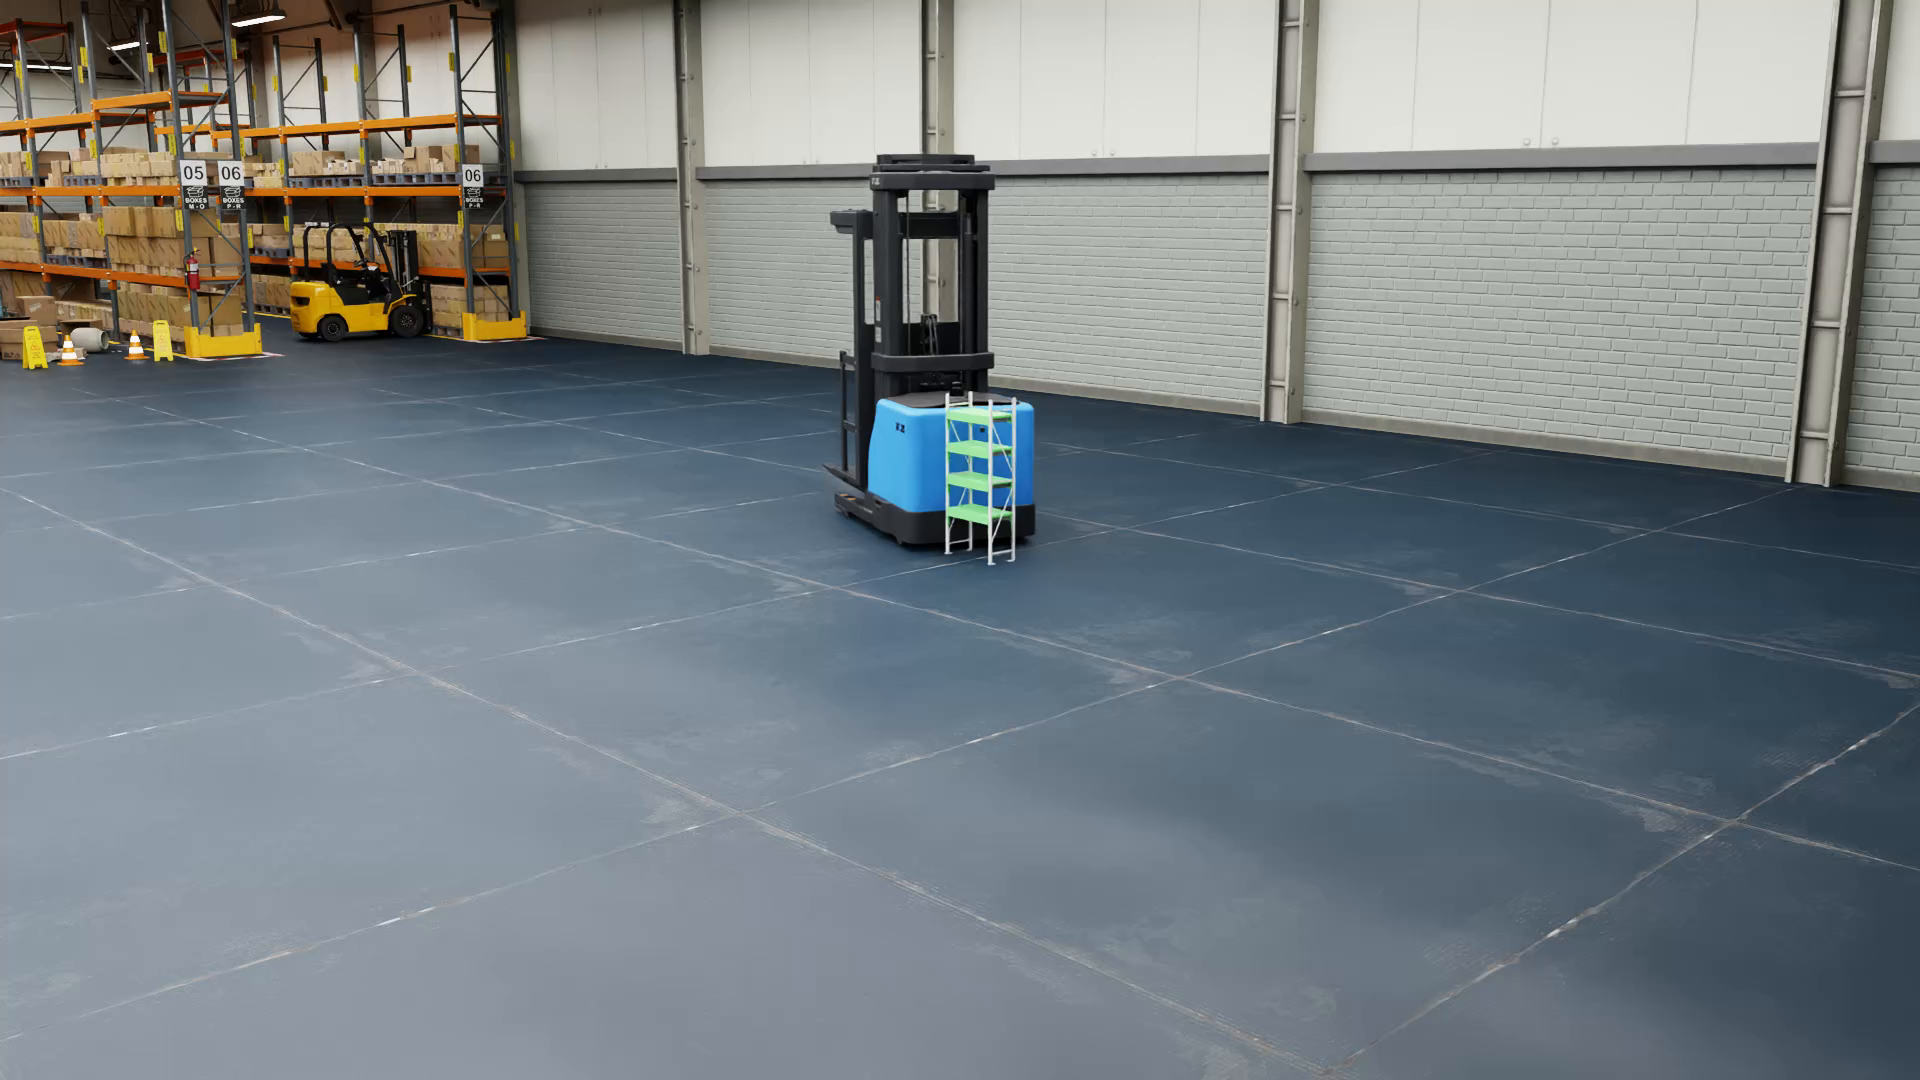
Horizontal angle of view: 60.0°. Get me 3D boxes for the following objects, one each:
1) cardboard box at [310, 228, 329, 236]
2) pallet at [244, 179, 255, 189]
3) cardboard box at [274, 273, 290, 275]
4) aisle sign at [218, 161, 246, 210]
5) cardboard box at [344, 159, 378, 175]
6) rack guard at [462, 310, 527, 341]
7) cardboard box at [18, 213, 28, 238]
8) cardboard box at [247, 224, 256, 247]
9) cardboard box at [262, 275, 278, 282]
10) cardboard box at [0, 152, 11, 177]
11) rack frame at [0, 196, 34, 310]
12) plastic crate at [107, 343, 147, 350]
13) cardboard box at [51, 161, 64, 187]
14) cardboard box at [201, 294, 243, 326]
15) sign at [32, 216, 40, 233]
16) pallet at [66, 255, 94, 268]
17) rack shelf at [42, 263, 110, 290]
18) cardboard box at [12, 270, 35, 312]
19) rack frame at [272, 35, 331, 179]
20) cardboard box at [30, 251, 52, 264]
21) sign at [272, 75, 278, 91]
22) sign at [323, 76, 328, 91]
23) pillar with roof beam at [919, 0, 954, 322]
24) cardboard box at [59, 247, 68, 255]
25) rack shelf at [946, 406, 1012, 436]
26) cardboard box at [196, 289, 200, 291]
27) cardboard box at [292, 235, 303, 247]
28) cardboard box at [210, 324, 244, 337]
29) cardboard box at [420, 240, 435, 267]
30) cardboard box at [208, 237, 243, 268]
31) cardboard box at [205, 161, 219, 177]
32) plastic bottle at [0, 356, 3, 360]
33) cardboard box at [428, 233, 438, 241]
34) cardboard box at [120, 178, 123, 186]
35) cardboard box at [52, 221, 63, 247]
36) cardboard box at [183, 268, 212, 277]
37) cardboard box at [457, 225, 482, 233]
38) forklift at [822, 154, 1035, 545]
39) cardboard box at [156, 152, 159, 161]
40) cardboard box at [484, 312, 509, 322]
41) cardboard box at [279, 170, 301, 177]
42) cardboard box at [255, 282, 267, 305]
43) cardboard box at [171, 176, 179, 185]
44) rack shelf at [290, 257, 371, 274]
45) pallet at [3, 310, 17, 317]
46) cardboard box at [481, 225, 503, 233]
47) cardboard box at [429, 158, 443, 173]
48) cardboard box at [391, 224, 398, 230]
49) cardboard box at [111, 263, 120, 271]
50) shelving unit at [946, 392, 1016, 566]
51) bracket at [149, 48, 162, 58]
[{"bbox_3d":[-13.733,-6.619,35.747,0.380,0.149,0.250,-11,16,-42],"label":"cardboard box"},{"bbox_3d":[-15.955,-8.153,38.085,1.213,0.211,1.003,-11,16,-43],"label":"pallet"},{"bbox_3d":[-15.904,-6.165,38.946,0.380,0.149,0.250,-10,16,-41],"label":"cardboard box"},{"bbox_3d":[-12.107,-5.896,27.654,0.394,0.787,0.004,-11,16,-43],"label":"aisle sign"},{"bbox_3d":[-12.224,-7.617,33.946,0.500,0.311,0.500,11,16,43],"label":"cardboard box"},{"bbox_3d":[-8.769,-4.053,31.346,1.175,0.500,0.348,-11,16,-43],"label":"rack guard"},{"bbox_3d":[-18.805,-6.408,33.854,0.500,0.500,0.500,-11,16,-42],"label":"cardboard box"},{"bbox_3d":[-16.001,-6.995,38.142,0.700,0.500,0.500,-11,16,-43],"label":"cardboard box"},{"bbox_3d":[-15.730,-5.982,38.059,0.250,0.149,0.380,11,16,42],"label":"cardboard box"},{"bbox_3d":[-19.325,-7.697,34.115,0.500,0.500,0.500,-11,16,-42],"label":"cardboard box"},{"bbox_3d":[-20.660,-6.340,36.251,1.000,3.000,0.127,-11,16,-43],"label":"rack frame"},{"bbox_3d":[-14.645,-3.399,29.212,0.583,0.080,0.402,6,13,26],"label":"plastic crate"},{"bbox_3d":[-17.251,-7.135,32.427,0.700,0.500,0.500,-11,16,-43],"label":"cardboard box"},{"bbox_3d":[-12.747,-3.975,28.685,0.500,0.500,0.500,11,16,43],"label":"cardboard box"},{"bbox_3d":[-18.297,-6.246,32.923,0.100,0.325,0.005,-11,16,-43],"label":"sign"},{"bbox_3d":[-16.502,-5.379,32.062,1.003,0.211,1.213,-11,16,-43],"label":"pallet"},{"bbox_3d":[-16.517,-5.112,32.073,1.077,0.370,4.000,-11,16,-43],"label":"rack shelf"},{"bbox_3d":[-19.545,-5.295,35.403,0.875,0.875,0.875,-10,15,-41],"label":"cardboard box"},{"bbox_3d":[-14.311,-9.387,36.172,1.000,3.000,0.127,-11,16,-43],"label":"rack frame"},{"bbox_3d":[-18.435,-5.720,33.615,0.500,0.250,0.500,11,16,43],"label":"cardboard box"},{"bbox_3d":[-14.696,-9.806,35.696,0.100,0.325,0.005,-11,16,-43],"label":"sign"},{"bbox_3d":[-13.912,-10.000,36.440,0.100,0.325,0.005,-11,16,-43],"label":"sign"},{"bbox_3d":[-3.442,-6.095,20.196,9.100,9.000,0.400,-11,16,-43],"label":"pillar with roof beam"},{"bbox_3d":[-17.307,-5.630,32.388,0.380,0.149,0.250,-11,16,-42],"label":"cardboard box"},{"bbox_3d":[0.149,-0.864,12.068,0.258,0.148,0.480,-9,15,-38],"label":"rack shelf"},{"bbox_3d":[-18.627,-6.274,41.083,0.500,0.500,0.500,-11,16,-42],"label":"cardboard box"},{"bbox_3d":[-14.199,-6.518,36.246,0.500,0.250,0.500,-11,16,-43],"label":"cardboard box"},{"bbox_3d":[-12.731,-3.604,28.744,0.500,0.250,0.500,-11,16,-43],"label":"cardboard box"},{"bbox_3d":[-10.022,-5.517,32.008,0.500,0.500,0.500,-11,16,-44],"label":"cardboard box"},{"bbox_3d":[-12.500,-4.891,28.234,0.500,0.500,0.500,-11,16,-43],"label":"cardboard box"},{"bbox_3d":[-12.528,-6.241,27.969,0.500,0.250,0.500,-11,16,-44],"label":"cardboard box"},{"bbox_3d":[-15.804,-2.972,27.186,0.283,0.061,0.133,6,13,26],"label":"plastic bottle"},{"bbox_3d":[-9.943,-5.809,31.818,0.250,0.149,0.380,11,16,43],"label":"cardboard box"},{"bbox_3d":[-14.707,-6.372,29.596,0.380,0.149,0.250,-11,16,-43],"label":"cardboard box"},{"bbox_3d":[-17.390,-5.984,32.495,0.500,0.500,0.500,-10,15,-40],"label":"cardboard box"},{"bbox_3d":[-12.786,-4.490,27.896,0.380,0.149,0.250,-10,15,-41],"label":"cardboard box"},{"bbox_3d":[-9.186,-5.816,31.116,0.380,0.149,0.250,-11,16,-42],"label":"cardboard box"},{"bbox_3d":[-0.412,-1.652,13.664,1.130,2.935,3.031,-4,12,-20],"label":"forklift"},{"bbox_3d":[-13.298,-6.455,28.024,0.380,0.149,0.250,-11,16,-42],"label":"cardboard box"},{"bbox_3d":[-8.984,-4.239,31.826,0.500,0.250,0.500,-11,16,-42],"label":"cardboard box"},{"bbox_3d":[-14.730,-8.058,36.538,0.380,0.149,0.250,-10,16,-41],"label":"cardboard box"},{"bbox_3d":[-15.832,-5.685,38.227,0.500,0.500,0.500,11,16,43],"label":"cardboard box"},{"bbox_3d":[-12.822,-5.948,27.537,0.380,0.149,0.250,-11,16,-42],"label":"cardboard box"},{"bbox_3d":[-12.930,-5.804,35.433,1.077,0.370,4.000,-11,16,-43],"label":"rack shelf"},{"bbox_3d":[-20.073,-4.872,36.037,1.003,0.211,1.213,-11,16,-43],"label":"pallet"},{"bbox_3d":[-8.863,-5.872,31.387,0.380,0.149,0.250,-11,16,-44],"label":"cardboard box"},{"bbox_3d":[-9.753,-7.055,31.330,0.396,0.266,0.258,-11,16,-42],"label":"cardboard box"},{"bbox_3d":[-11.011,-6.176,32.861,0.380,0.149,0.250,-10,16,-41],"label":"cardboard box"},{"bbox_3d":[-15.150,-4.959,30.169,0.380,0.149,0.250,-11,16,-43],"label":"cardboard box"},{"bbox_3d":[0.149,-0.456,12.152,0.258,1.200,0.503,-9,15,-38],"label":"shelving unit"},{"bbox_3d":[-21.016,-12.726,43.461,0.235,0.232,0.430,-11,16,-43],"label":"bracket"}]
